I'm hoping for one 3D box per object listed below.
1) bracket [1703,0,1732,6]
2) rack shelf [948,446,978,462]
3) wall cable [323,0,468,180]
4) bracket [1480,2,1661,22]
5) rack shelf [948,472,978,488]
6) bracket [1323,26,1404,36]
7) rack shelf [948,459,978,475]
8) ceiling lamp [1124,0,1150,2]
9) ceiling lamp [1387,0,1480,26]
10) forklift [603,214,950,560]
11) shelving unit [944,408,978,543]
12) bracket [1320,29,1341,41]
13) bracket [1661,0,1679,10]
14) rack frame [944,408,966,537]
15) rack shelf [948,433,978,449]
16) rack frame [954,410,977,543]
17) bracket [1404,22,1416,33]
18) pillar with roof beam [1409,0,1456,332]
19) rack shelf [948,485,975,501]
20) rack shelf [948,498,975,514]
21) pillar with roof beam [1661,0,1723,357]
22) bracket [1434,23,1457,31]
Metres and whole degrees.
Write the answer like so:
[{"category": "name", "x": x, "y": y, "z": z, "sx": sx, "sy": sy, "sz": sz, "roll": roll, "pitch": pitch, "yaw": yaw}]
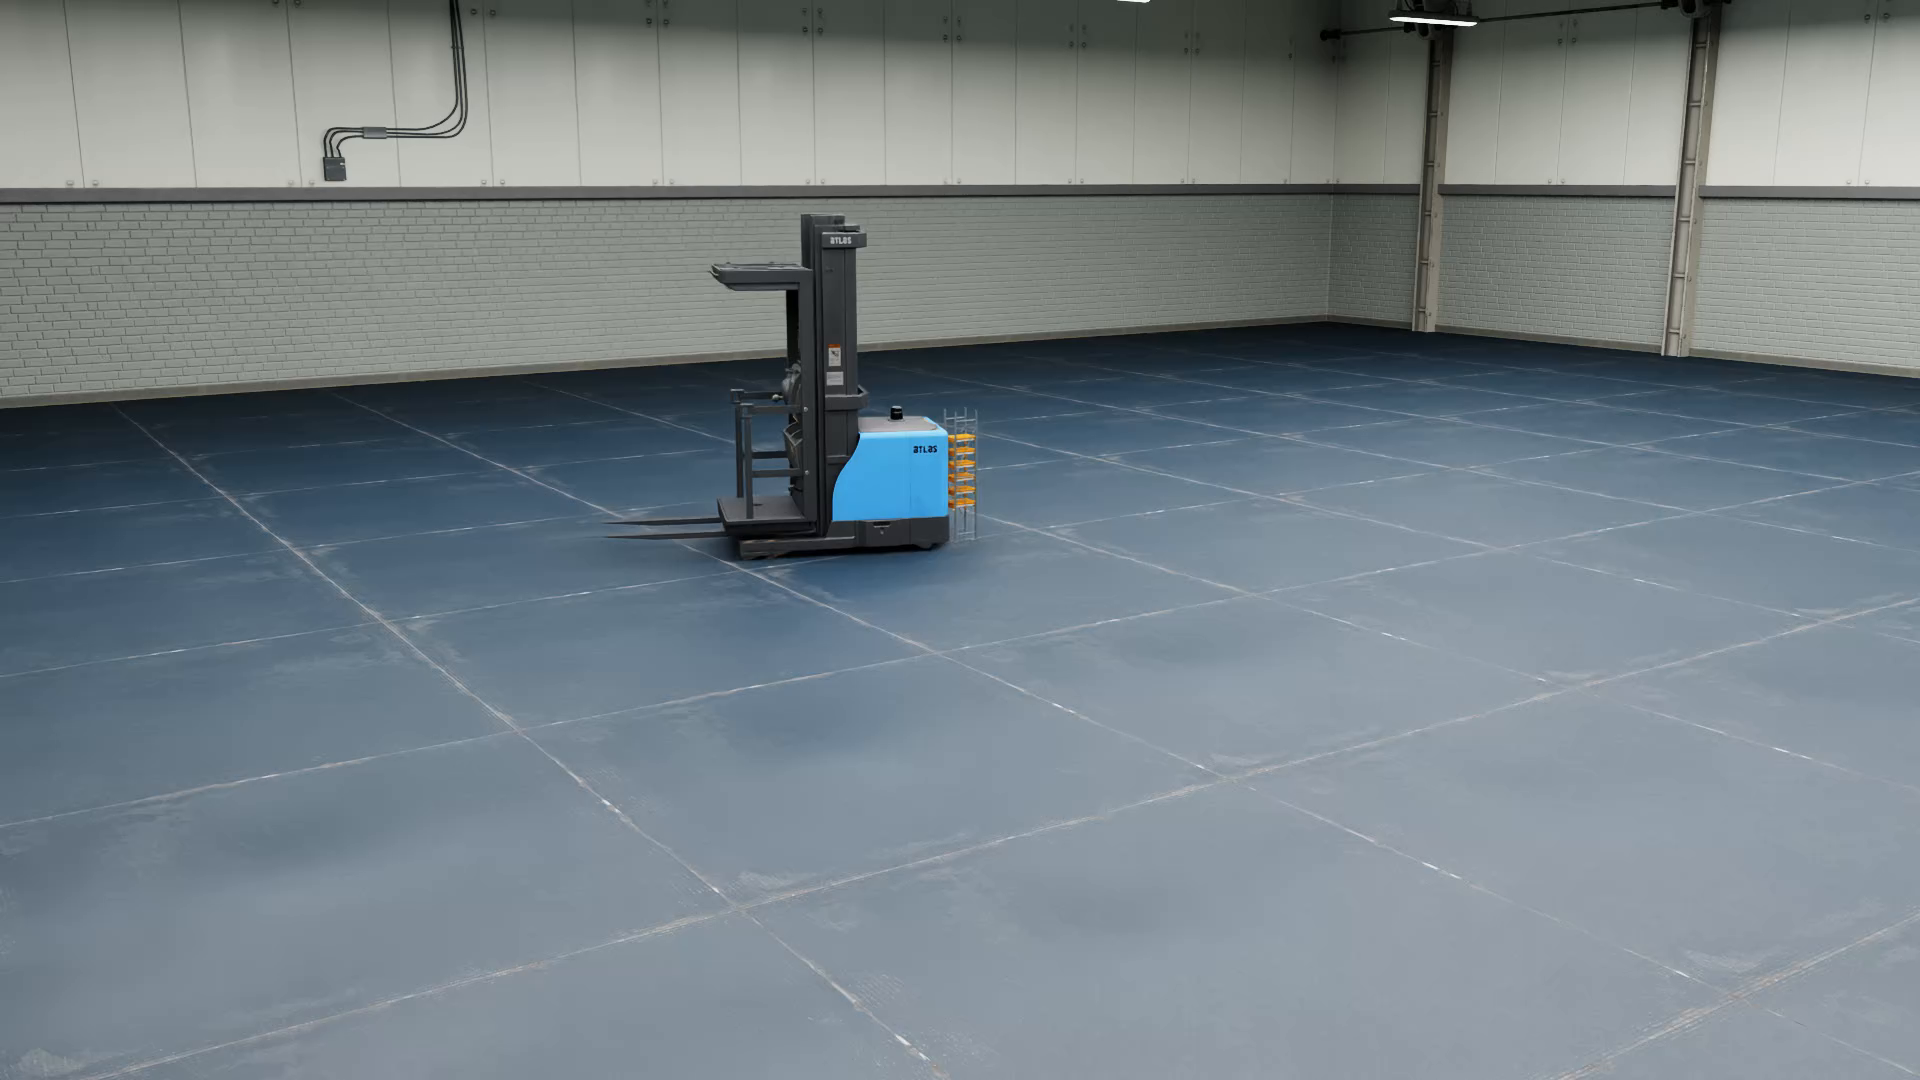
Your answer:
[{"category": "bracket", "x": 13.251, "y": -9.474, "z": 29.082, "sx": 0.235, "sy": 0.232, "sz": 0.430, "roll": -8, "pitch": 15, "yaw": -33}, {"category": "rack shelf", "x": 0.004, "y": -0.780, "z": 15.094, "sx": 0.258, "sy": 0.103, "sz": 0.180, "roll": -8, "pitch": 14, "yaw": -31}, {"category": "wall cable", "x": -8.851, "y": -8.632, "z": 25.700, "sx": 2.305, "sy": 6.003, "sz": 0.169, "roll": -8, "pitch": 15, "yaw": -33}, {"category": "bracket", "x": 11.354, "y": -10.083, "z": 31.866, "sx": 0.076, "sy": 0.066, "sz": 4.783, "roll": -8, "pitch": 15, "yaw": -33}, {"category": "rack shelf", "x": 0.004, "y": -0.546, "z": 15.145, "sx": 0.258, "sy": 0.103, "sz": 0.180, "roll": -8, "pitch": 14, "yaw": -31}, {"category": "bracket", "x": 8.481, "y": -11.005, "z": 36.084, "sx": 0.076, "sy": 0.066, "sz": 3.189, "roll": -8, "pitch": 15, "yaw": -33}, {"category": "rack shelf", "x": 0.004, "y": -0.663, "z": 15.119, "sx": 0.258, "sy": 0.103, "sz": 0.180, "roll": -8, "pitch": 14, "yaw": -31}, {"category": "ceiling lamp", "x": 1.893, "y": -9.607, "z": 24.452, "sx": 2.000, "sy": 3.185, "sz": 0.800, "roll": -8, "pitch": 15, "yaw": -33}, {"category": "ceiling lamp", "x": 8.004, "y": -10.475, "z": 28.425, "sx": 2.000, "sy": 3.185, "sz": 0.800, "roll": -8, "pitch": 15, "yaw": -33}, {"category": "forklift", "x": -1.665, "y": -1.381, "z": 14.704, "sx": 3.031, "sy": 2.935, "sz": 1.130, "roll": -3, "pitch": 13, "yaw": -12}, {"category": "shelving unit", "x": 0.004, "y": -0.589, "z": 15.136, "sx": 0.258, "sy": 1.200, "sz": 0.189, "roll": -8, "pitch": 14, "yaw": -31}, {"category": "bracket", "x": 8.154, "y": -11.110, "z": 36.564, "sx": 0.235, "sy": 0.232, "sz": 0.430, "roll": -8, "pitch": 15, "yaw": -33}, {"category": "bracket", "x": 12.791, "y": -9.621, "z": 29.757, "sx": 0.235, "sy": 0.232, "sz": 0.430, "roll": -8, "pitch": 15, "yaw": -33}, {"category": "rack frame", "x": -0.044, "y": -0.606, "z": 15.211, "sx": 0.240, "sy": 1.200, "sz": 0.006, "roll": -8, "pitch": 14, "yaw": -31}, {"category": "rack shelf", "x": 0.004, "y": -0.897, "z": 15.068, "sx": 0.258, "sy": 0.103, "sz": 0.180, "roll": -8, "pitch": 14, "yaw": -31}, {"category": "rack frame", "x": 0.053, "y": -0.573, "z": 15.060, "sx": 0.240, "sy": 1.200, "sz": 0.006, "roll": -8, "pitch": 14, "yaw": -31}, {"category": "bracket", "x": 9.467, "y": -10.688, "z": 34.637, "sx": 0.235, "sy": 0.232, "sz": 0.430, "roll": -8, "pitch": 15, "yaw": -33}, {"category": "pillar with roof beam", "x": 6.408, "y": -8.389, "z": 32.546, "sx": 9.100, "sy": 9.000, "sz": 0.548, "roll": -8, "pitch": 15, "yaw": -33}, {"category": "rack shelf", "x": 0.004, "y": -0.429, "z": 15.171, "sx": 0.258, "sy": 0.103, "sz": 0.180, "roll": -8, "pitch": 14, "yaw": -31}, {"category": "rack shelf", "x": 0.004, "y": -0.311, "z": 15.196, "sx": 0.258, "sy": 0.103, "sz": 0.180, "roll": -8, "pitch": 14, "yaw": -31}, {"category": "pillar with roof beam", "x": 9.733, "y": -7.322, "z": 27.666, "sx": 9.100, "sy": 9.000, "sz": 0.548, "roll": -8, "pitch": 15, "yaw": -33}, {"category": "bracket", "x": 9.927, "y": -10.541, "z": 33.962, "sx": 0.235, "sy": 0.232, "sz": 0.430, "roll": -8, "pitch": 15, "yaw": -33}]
